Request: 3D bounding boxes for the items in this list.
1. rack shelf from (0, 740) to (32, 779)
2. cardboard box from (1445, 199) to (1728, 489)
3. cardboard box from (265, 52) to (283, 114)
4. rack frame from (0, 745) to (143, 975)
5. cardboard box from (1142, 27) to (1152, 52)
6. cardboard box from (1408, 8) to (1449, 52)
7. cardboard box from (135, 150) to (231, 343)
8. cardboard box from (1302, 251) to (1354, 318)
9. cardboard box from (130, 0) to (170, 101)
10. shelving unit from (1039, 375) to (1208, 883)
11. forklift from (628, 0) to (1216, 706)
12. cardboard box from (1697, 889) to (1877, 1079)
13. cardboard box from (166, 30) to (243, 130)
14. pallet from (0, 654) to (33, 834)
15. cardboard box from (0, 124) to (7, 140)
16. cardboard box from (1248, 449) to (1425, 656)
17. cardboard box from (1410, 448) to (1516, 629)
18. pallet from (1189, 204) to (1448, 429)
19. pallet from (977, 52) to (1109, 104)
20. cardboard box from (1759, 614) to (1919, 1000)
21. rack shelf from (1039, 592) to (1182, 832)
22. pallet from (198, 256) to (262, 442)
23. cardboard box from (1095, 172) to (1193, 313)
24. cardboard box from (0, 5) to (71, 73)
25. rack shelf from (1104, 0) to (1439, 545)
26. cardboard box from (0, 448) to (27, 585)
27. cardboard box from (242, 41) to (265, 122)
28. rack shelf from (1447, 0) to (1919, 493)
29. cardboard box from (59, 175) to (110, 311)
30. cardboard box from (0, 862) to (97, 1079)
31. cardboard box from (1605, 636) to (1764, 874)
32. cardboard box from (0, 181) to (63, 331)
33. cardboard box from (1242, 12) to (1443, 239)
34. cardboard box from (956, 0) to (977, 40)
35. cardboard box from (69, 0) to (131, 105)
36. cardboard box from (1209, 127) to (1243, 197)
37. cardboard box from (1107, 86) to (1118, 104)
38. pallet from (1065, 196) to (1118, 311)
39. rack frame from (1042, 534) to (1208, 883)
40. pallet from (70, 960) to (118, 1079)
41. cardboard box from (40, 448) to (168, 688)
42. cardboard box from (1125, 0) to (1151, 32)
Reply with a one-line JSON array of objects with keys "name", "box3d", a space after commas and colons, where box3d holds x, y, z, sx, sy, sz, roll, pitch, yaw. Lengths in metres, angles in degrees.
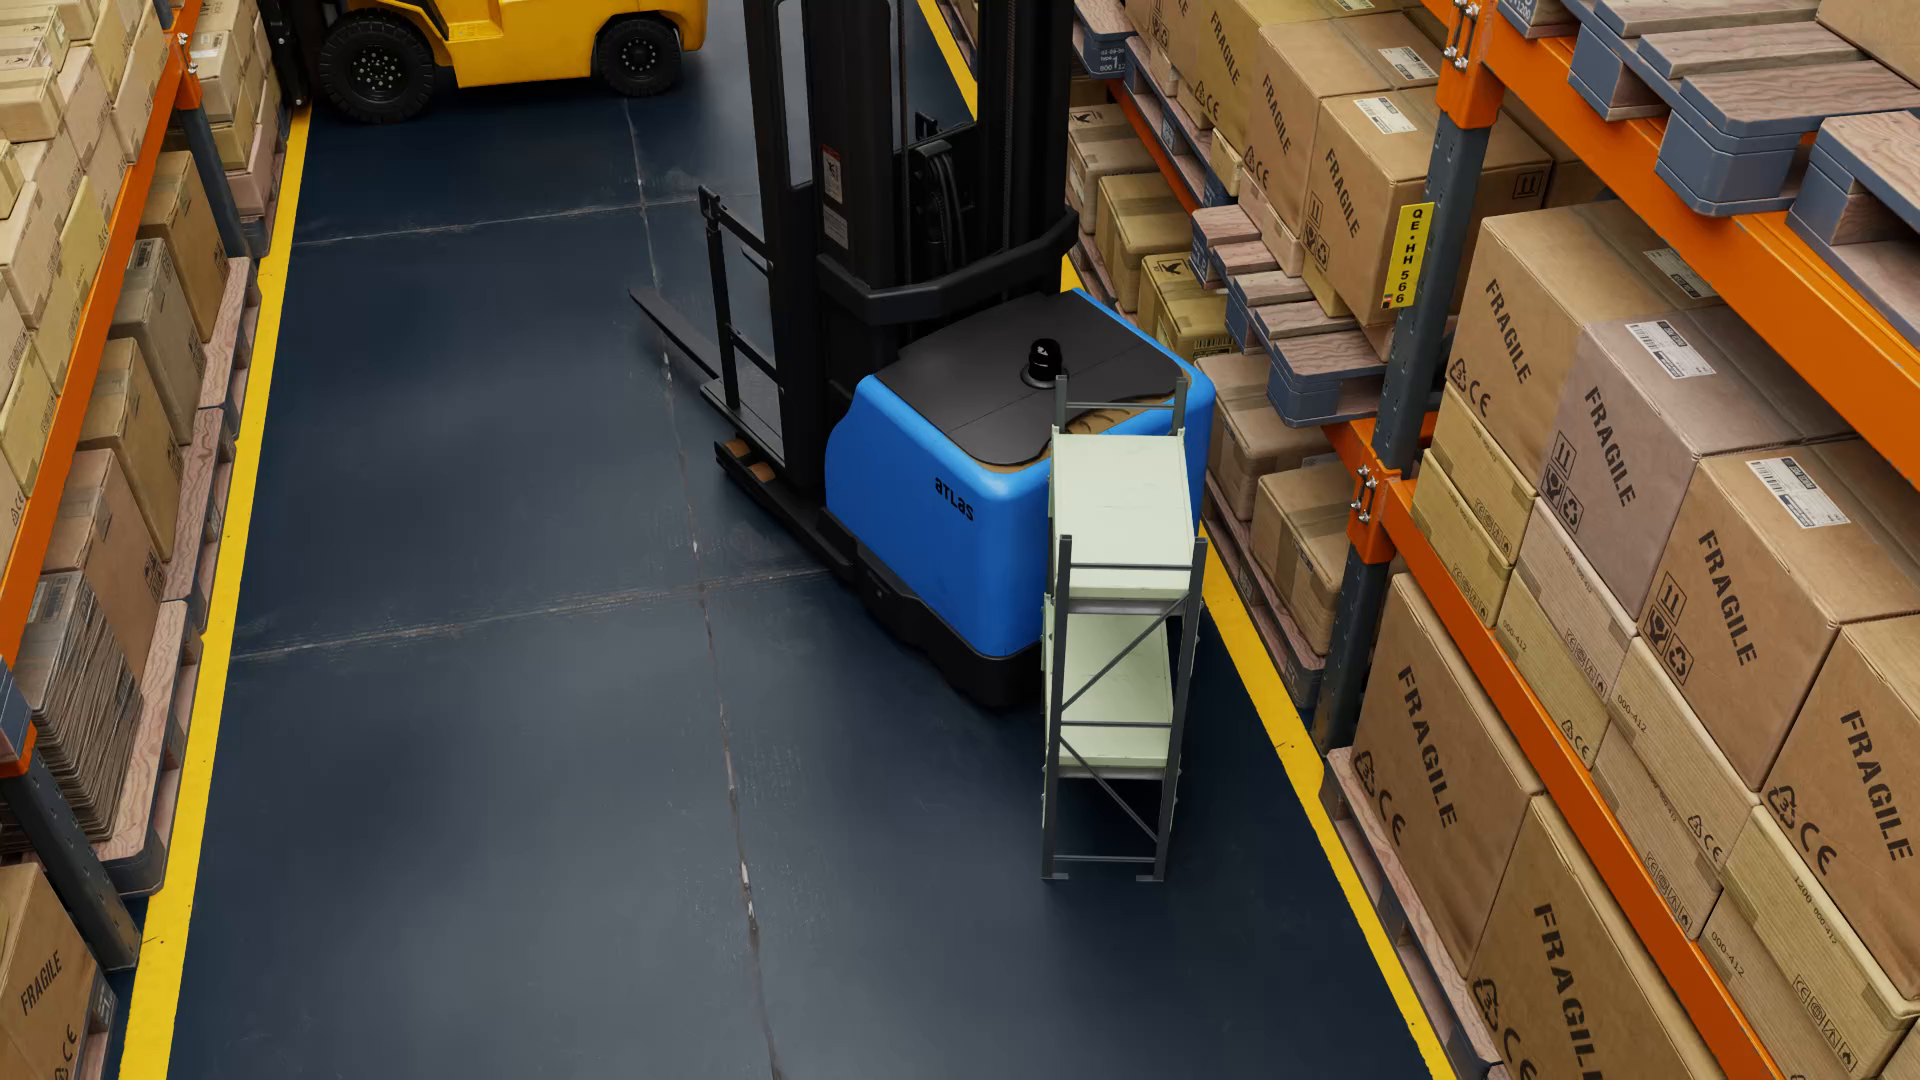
[{"name": "rack shelf", "box3d": [-2.659, 1.824, 2.978, 1.077, 0.370, 4.000, -8, 42, -9]}, {"name": "cardboard box", "box3d": [1.623, -0.512, 4.239, 0.500, 0.500, 0.500, -10, 43, -11]}, {"name": "cardboard box", "box3d": [-3.986, -2.482, 9.042, 0.500, 0.250, 0.500, -8, 42, -9]}, {"name": "rack frame", "box3d": [-3.091, 0.258, 4.200, 1.000, 3.000, 0.127, -8, 42, -9]}, {"name": "cardboard box", "box3d": [0.950, -2.039, 6.660, 0.380, 0.149, 0.250, -8, 42, -9]}, {"name": "cardboard box", "box3d": [1.765, -1.423, 5.478, 0.500, 0.500, 0.500, -6, 42, -7]}, {"name": "cardboard box", "box3d": [-3.831, -1.267, 7.390, 0.875, 0.625, 0.625, -7, 42, -7]}, {"name": "cardboard box", "box3d": [1.326, -0.861, 5.333, 0.380, 0.149, 0.250, -8, 42, -9]}, {"name": "cardboard box", "box3d": [-3.590, -1.989, 6.844, 0.500, 0.250, 0.500, -7, 42, -8]}, {"name": "shelving unit", "box3d": [0.480, 0.314, 5.267, 0.431, 1.500, 0.755, 1, 42, 1]}, {"name": "forklift", "box3d": [-0.375, -1.431, 6.154, 1.130, 2.935, 3.031, -26, 48, -27]}, {"name": "cardboard box", "box3d": [1.961, 0.945, 3.539, 0.500, 0.250, 0.500, -8, 42, -9]}, {"name": "cardboard box", "box3d": [-3.752, -2.196, 7.966, 0.500, 0.250, 0.500, -9, 42, -10]}, {"name": "pallet", "box3d": [-2.876, 0.759, 3.780, 1.213, 0.211, 1.003, -8, 42, -9]}, {"name": "cardboard box", "box3d": [-3.311, -1.260, 5.346, 0.380, 0.149, 0.250, -8, 42, -9]}, {"name": "cardboard box", "box3d": [1.643, 0.003, 6.151, 0.950, 0.372, 0.625, -11, 43, -12]}, {"name": "cardboard box", "box3d": [1.615, -0.046, 4.655, 0.500, 0.250, 0.500, -9, 42, -10]}, {"name": "pallet", "box3d": [1.497, -0.830, 5.570, 1.213, 0.211, 1.003, -8, 42, -9]}, {"name": "pallet", "box3d": [0.712, -2.436, 9.335, 1.003, 0.211, 1.213, -8, 42, -9]}, {"name": "cardboard box", "box3d": [1.941, 0.473, 3.129, 0.500, 0.500, 0.500, -8, 42, -9]}, {"name": "rack shelf", "box3d": [0.480, 0.557, 5.483, 0.431, 0.370, 0.720, 1, 42, 1]}, {"name": "pallet", "box3d": [-3.757, -0.820, 7.514, 1.003, 0.211, 1.213, -8, 42, -9]}, {"name": "cardboard box", "box3d": [1.166, -1.417, 7.750, 0.950, 0.372, 0.625, -6, 42, -7]}, {"name": "cardboard box", "box3d": [-3.407, -1.764, 5.914, 0.380, 0.149, 0.250, -9, 42, -10]}, {"name": "rack shelf", "box3d": [1.323, -1.483, 6.703, 1.077, 0.370, 4.000, -8, 42, -9]}, {"name": "cardboard box", "box3d": [-2.948, -0.008, 4.613, 0.500, 0.250, 0.500, -8, 42, -9]}, {"name": "cardboard box", "box3d": [-3.868, -2.334, 8.498, 0.500, 0.250, 0.500, -9, 42, -10]}, {"name": "rack shelf", "box3d": [2.187, -0.012, 2.786, 1.077, 0.370, 4.000, -8, 42, -9]}, {"name": "cardboard box", "box3d": [-3.280, -1.004, 5.735, 0.500, 0.250, 0.500, -7, 42, -8]}, {"name": "cardboard box", "box3d": [-2.790, 1.279, 4.616, 0.500, 0.500, 0.500, -7, 42, -8]}, {"name": "cardboard box", "box3d": [1.829, 0.438, 3.734, 0.500, 0.250, 0.500, -8, 42, -9]}, {"name": "cardboard box", "box3d": [-3.150, -0.862, 5.198, 0.500, 0.250, 0.500, -9, 42, -10]}, {"name": "cardboard box", "box3d": [1.263, -1.349, 5.395, 0.500, 0.500, 0.500, -9, 42, -10]}, {"name": "cardboard box", "box3d": [0.272, -3.196, 9.845, 0.500, 0.250, 0.500, -8, 42, -9]}, {"name": "cardboard box", "box3d": [-3.480, -1.851, 6.312, 0.500, 0.250, 0.500, -9, 42, -10]}, {"name": "cardboard box", "box3d": [1.108, -1.358, 5.894, 0.380, 0.149, 0.250, -8, 42, -9]}, {"name": "cardboard box", "box3d": [1.028, -2.598, 9.172, 0.500, 0.250, 0.500, -10, 43, -11]}, {"name": "pallet", "box3d": [1.061, -1.501, 8.282, 1.003, 0.211, 1.213, -8, 42, -9]}, {"name": "rack frame", "box3d": [0.470, 0.556, 4.993, 0.400, 1.500, 0.023, 1, 42, 1]}, {"name": "pallet", "box3d": [-2.967, 1.791, 4.574, 1.003, 0.211, 1.213, -8, 42, -9]}, {"name": "cardboard box", "box3d": [-3.361, 0.161, 5.782, 0.875, 0.625, 0.625, -7, 42, -8]}, {"name": "cardboard box", "box3d": [0.915, -2.362, 6.536, 0.500, 0.500, 0.500, -9, 42, -10]}]
